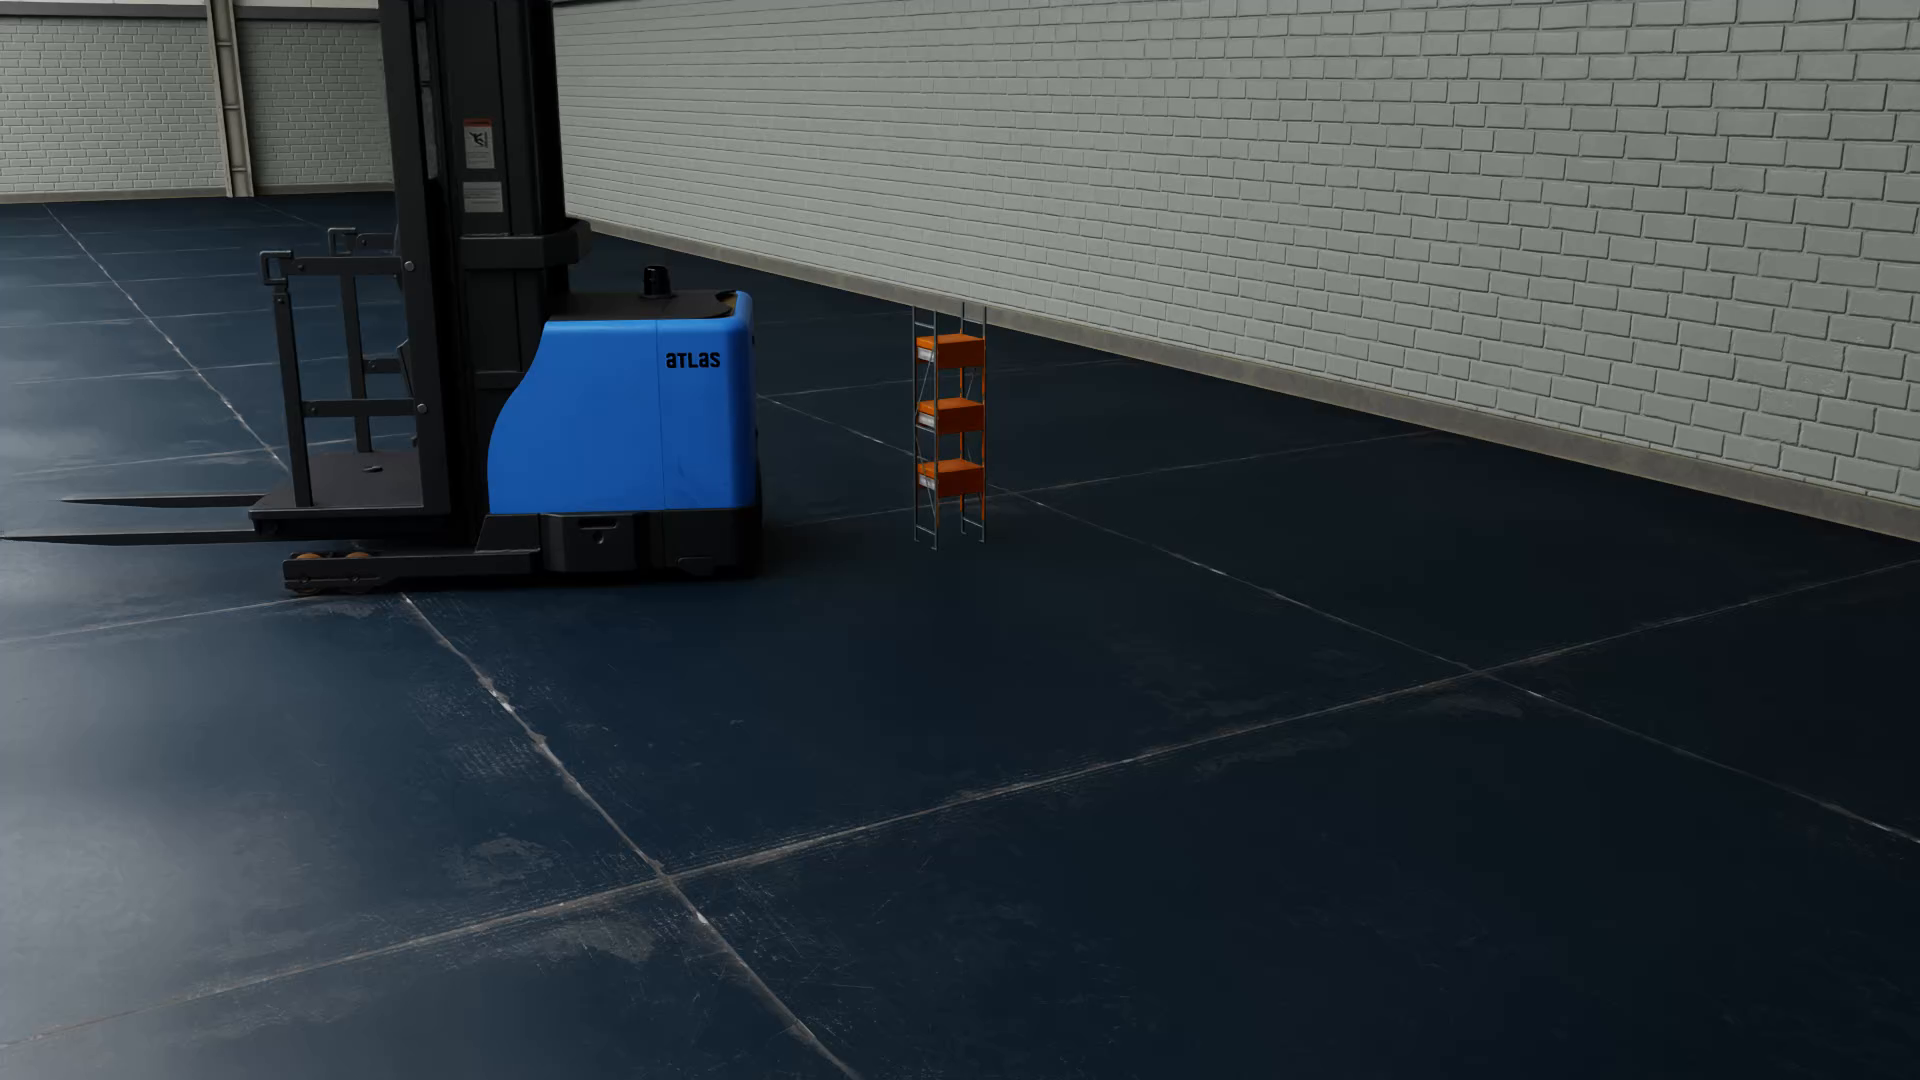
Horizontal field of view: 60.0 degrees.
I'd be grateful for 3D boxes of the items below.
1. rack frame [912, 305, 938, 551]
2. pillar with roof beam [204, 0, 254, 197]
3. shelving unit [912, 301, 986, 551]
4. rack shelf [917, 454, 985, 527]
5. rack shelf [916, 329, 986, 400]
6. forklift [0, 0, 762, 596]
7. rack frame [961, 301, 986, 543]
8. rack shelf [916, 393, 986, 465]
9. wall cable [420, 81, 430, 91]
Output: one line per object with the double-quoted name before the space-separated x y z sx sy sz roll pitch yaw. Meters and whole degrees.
"rack frame" -0.150 -0.481 7.212 0.008 1.050 0.200 -9 18 -30
"pillar with roof beam" -10.047 -9.197 23.577 0.400 9.000 9.100 -9 18 -30
"shelving unit" -0.046 -0.498 7.272 0.252 1.050 0.215 -9 18 -30
"rack shelf" -0.046 -0.220 7.350 0.240 0.259 0.215 -9 18 -30
"rack shelf" -0.046 -0.761 7.199 0.240 0.259 0.215 -9 18 -30
"forklift" -2.382 -1.339 6.787 3.031 2.935 1.130 -2 16 -6
"rack frame" 0.059 -0.515 7.333 0.008 1.050 0.200 -9 18 -30
"rack shelf" -0.046 -0.488 7.275 0.240 0.259 0.215 -9 18 -30
"wall cable" -9.058 -8.801 27.919 0.112 2.526 3.097 -9 18 -30
